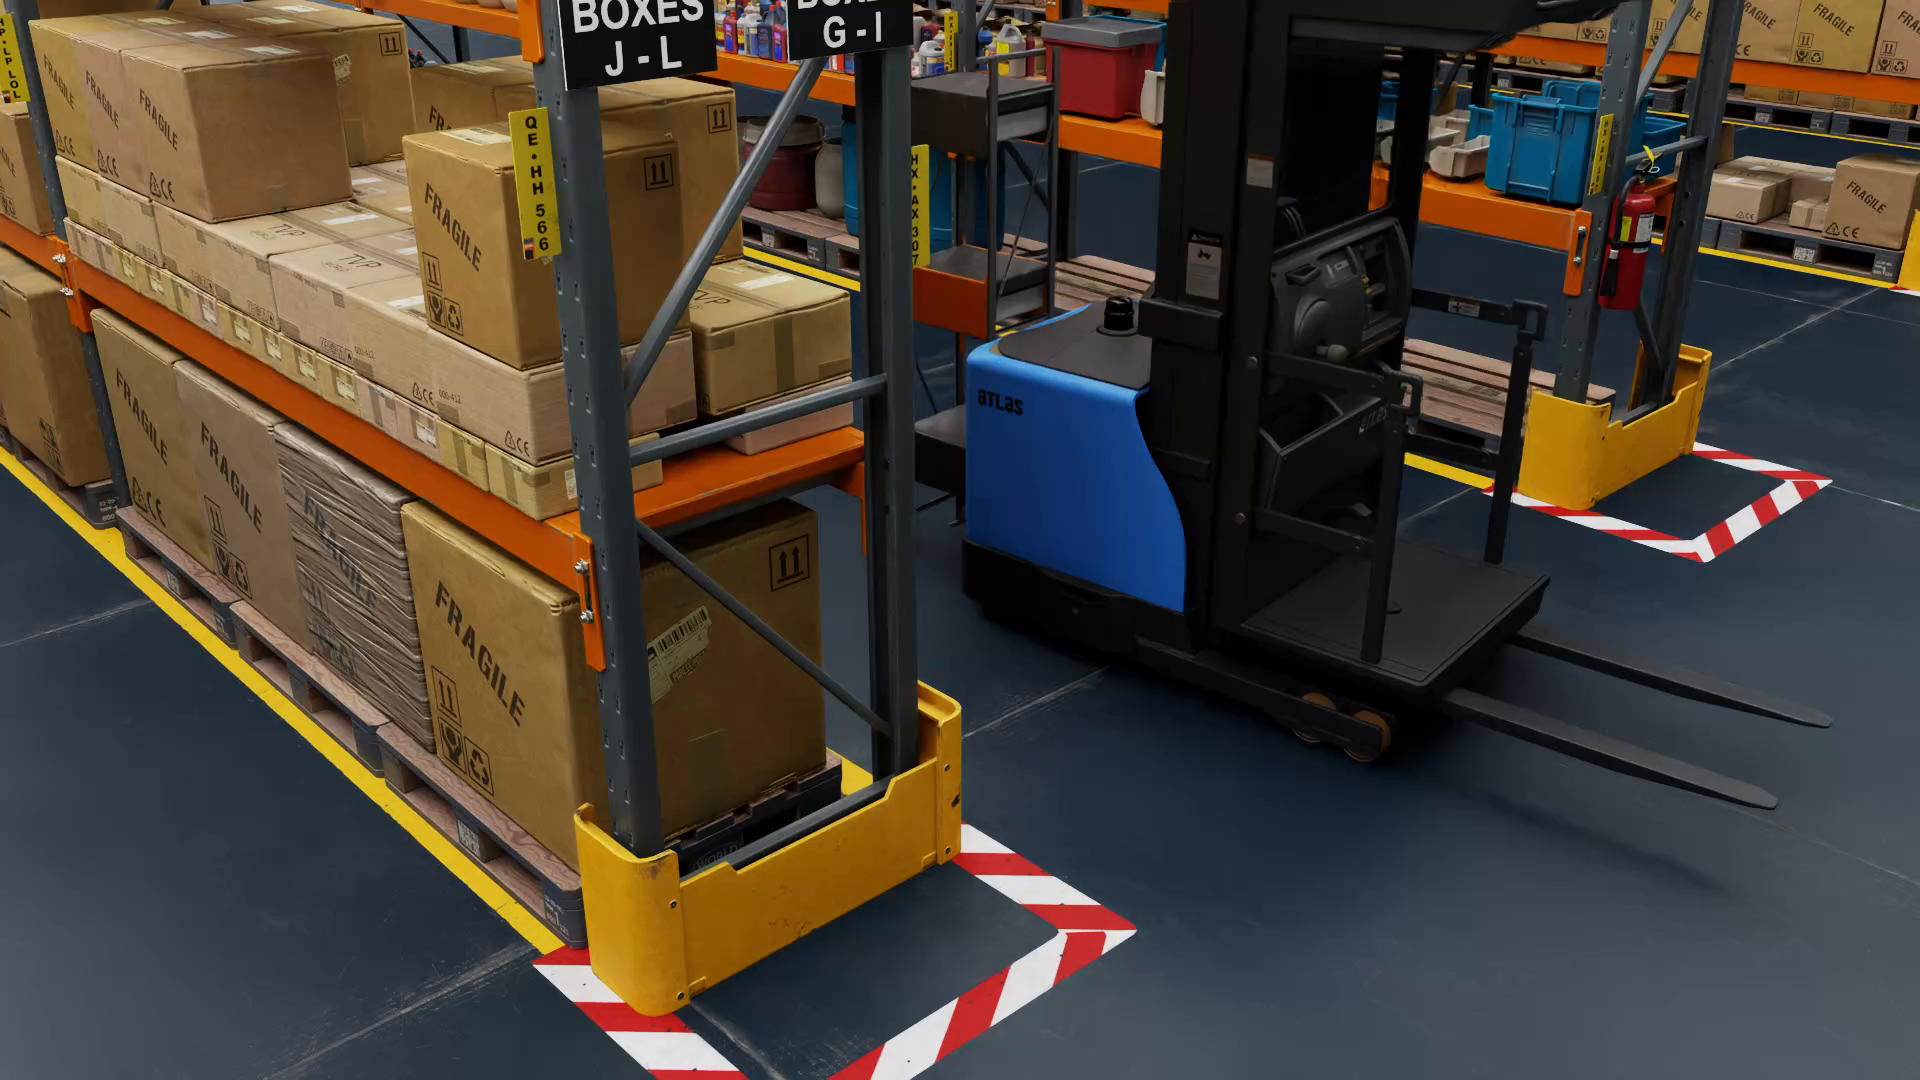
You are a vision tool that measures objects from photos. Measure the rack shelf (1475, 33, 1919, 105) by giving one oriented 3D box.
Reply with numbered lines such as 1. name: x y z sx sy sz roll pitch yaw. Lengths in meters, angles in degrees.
1. rack shelf: 5.337 -3.389 11.932 1.077 0.370 4.000 -21 32 -38

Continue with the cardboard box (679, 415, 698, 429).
1. cardboard box: -0.708 -0.466 4.959 0.380 0.149 0.250 -22 32 -39

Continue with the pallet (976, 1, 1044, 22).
1. pallet: 0.793 -7.447 23.320 1.003 0.211 1.213 -21 32 -38

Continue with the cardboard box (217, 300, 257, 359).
1. cardboard box: -2.238 -0.743 5.568 0.380 0.149 0.250 -22 33 -40

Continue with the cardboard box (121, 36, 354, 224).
1. cardboard box: -2.433 -1.396 5.615 0.500 0.500 0.500 -22 33 -40

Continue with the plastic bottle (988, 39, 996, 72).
1. plastic bottle: 0.229 -3.130 10.737 0.097 0.201 0.097 0 25 0

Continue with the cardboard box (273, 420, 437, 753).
1. cardboard box: -1.647 0.027 5.630 0.875 0.875 0.875 -21 32 -38

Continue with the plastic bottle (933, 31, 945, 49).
1. plastic bottle: -0.129 -3.289 11.085 0.097 0.201 0.097 0 25 0

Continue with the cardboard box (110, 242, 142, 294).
1. cardboard box: -2.944 -1.056 6.253 0.380 0.149 0.250 -20 31 -37

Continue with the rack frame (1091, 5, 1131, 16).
1. rack frame: 2.116 -8.152 21.506 1.000 3.000 0.127 -21 32 -38

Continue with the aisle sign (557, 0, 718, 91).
1. aisle sign: -0.699 -1.377 3.523 0.394 0.787 0.004 -21 32 -38

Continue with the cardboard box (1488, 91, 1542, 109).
1. cardboard box: 4.567 -3.293 13.336 0.500 0.500 0.500 -21 32 -38

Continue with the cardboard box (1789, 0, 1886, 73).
1. cardboard box: 5.842 -3.371 10.904 0.500 0.500 0.500 -21 32 -38

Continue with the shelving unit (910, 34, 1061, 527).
1. shelving unit: 0.060 -0.914 6.724 0.503 2.100 0.431 20 31 37

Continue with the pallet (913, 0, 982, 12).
1. pallet: -0.037 -7.817 24.130 1.003 0.211 1.213 -21 32 -38

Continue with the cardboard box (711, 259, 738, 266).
1. cardboard box: -1.021 -0.746 5.094 0.500 0.250 0.500 -22 32 -39

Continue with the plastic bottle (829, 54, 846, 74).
1. plastic bottle: -0.748 -3.153 10.697 0.152 0.276 0.135 -21 32 -38

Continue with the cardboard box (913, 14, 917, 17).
1. cardboard box: -0.704 -5.436 17.683 0.500 0.311 0.500 23 33 40

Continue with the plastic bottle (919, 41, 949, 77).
1. plastic bottle: -0.154 -2.890 10.119 0.152 0.276 0.135 -21 32 -38

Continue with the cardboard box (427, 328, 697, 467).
1. cardboard box: -1.055 -0.440 4.423 0.500 0.250 0.500 -22 32 -39

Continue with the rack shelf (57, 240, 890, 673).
1. rack shelf: -1.897 -0.580 5.774 1.077 0.370 4.000 -21 32 -38

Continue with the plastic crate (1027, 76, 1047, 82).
1. plastic crate: 0.566 -2.644 9.677 0.396 0.136 0.243 -21 32 -38

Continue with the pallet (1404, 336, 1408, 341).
1. pallet: 1.721 -1.068 9.337 1.003 0.211 1.213 -21 32 -38

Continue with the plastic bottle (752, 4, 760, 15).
1. plastic bottle: -1.504 -3.899 12.421 0.097 0.201 0.097 0 25 0

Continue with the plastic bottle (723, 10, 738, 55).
1. plastic bottle: -1.566 -3.491 11.429 0.061 0.283 0.133 -21 32 -38

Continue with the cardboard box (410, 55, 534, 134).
1. cardboard box: -1.361 -1.238 5.269 0.500 0.500 0.500 -22 33 -40

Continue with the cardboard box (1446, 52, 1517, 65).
1. cardboard box: 5.850 -5.626 18.053 0.750 0.750 0.750 -21 32 -39

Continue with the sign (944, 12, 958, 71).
1. sign: -0.051 -2.889 9.635 0.100 0.325 0.005 -21 32 -38

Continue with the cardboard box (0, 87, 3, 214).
1. cardboard box: -4.116 -1.775 7.406 0.500 0.500 0.500 -20 31 -37

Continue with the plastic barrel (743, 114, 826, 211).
1. plastic barrel: -1.263 -2.739 12.038 0.600 0.588 0.708 -21 32 -38

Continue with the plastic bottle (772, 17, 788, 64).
1. plastic bottle: -1.190 -3.325 11.064 0.061 0.283 0.133 -21 32 -38

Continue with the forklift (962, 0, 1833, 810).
1. forklift: 1.467 -0.834 5.547 3.031 2.935 1.130 19 31 35

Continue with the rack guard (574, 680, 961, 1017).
1. rack guard: -0.513 0.843 4.799 1.175 0.500 0.348 -21 32 -38

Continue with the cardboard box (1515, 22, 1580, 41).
1. cardboard box: 4.472 -3.982 12.244 0.500 0.500 0.500 -21 32 -38

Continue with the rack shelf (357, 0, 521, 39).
1. rack shelf: -3.749 -4.409 14.167 1.077 0.370 4.000 -21 32 -38

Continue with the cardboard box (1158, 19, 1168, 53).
1. cardboard box: 2.088 -4.706 15.529 0.500 0.250 0.500 -20 31 -37

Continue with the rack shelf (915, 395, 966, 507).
1. rack shelf: 0.060 -0.265 7.020 0.480 0.518 0.431 20 31 37

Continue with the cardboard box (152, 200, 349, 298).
1. cardboard box: -2.439 -1.056 5.774 0.500 0.250 0.500 -20 31 -37

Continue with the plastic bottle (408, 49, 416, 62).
1. plastic bottle: -5.494 -4.756 16.724 0.185 0.351 0.144 22 33 40

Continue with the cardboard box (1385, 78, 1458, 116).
1. cardboard box: 3.817 -3.601 14.011 0.500 0.500 0.500 22 33 39

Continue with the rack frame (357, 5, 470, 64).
1. rack frame: -5.116 -5.342 15.346 1.000 3.000 0.127 -21 32 -38

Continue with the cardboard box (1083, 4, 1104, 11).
1. cardboard box: 1.728 -7.217 22.340 0.250 0.166 0.380 19 31 35

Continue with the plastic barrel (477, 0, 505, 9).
1. plastic barrel: -3.825 -4.698 13.771 0.433 0.535 0.433 0 25 0

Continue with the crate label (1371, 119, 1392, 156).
1. crate label: 2.001 -1.979 8.219 0.396 0.136 0.243 -21 32 -38

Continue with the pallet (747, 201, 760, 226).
1. pallet: -1.813 -2.634 12.770 1.003 0.211 1.213 -21 32 -38

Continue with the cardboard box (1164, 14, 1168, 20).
1. cardboard box: 3.021 -6.855 21.143 0.700 0.500 0.500 -22 32 -39

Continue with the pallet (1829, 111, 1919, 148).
1. pallet: 8.884 -3.838 15.408 1.003 0.211 1.213 -21 32 -38

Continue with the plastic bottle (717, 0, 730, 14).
1. plastic bottle: -1.794 -4.076 12.710 0.061 0.283 0.133 -21 32 -38

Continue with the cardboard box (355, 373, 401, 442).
1. cardboard box: -1.534 -0.432 4.886 0.380 0.149 0.250 -21 32 -38

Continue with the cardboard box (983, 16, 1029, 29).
1. cardboard box: 0.380 -5.283 17.348 0.500 0.311 0.500 -22 33 -40

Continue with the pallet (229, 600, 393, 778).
1. pallet: -1.963 0.378 6.168 1.003 0.211 1.213 -21 32 -38

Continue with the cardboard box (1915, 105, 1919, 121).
1. cardboard box: 9.080 -4.058 15.037 0.500 0.500 0.700 23 33 40

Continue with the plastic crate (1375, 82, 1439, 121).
1. plastic crate: 2.257 -2.225 8.642 0.416 0.233 0.300 -21 32 -38

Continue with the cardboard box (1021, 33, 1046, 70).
1. cardboard box: 0.698 -4.818 16.329 0.500 0.311 0.500 -20 31 -37
